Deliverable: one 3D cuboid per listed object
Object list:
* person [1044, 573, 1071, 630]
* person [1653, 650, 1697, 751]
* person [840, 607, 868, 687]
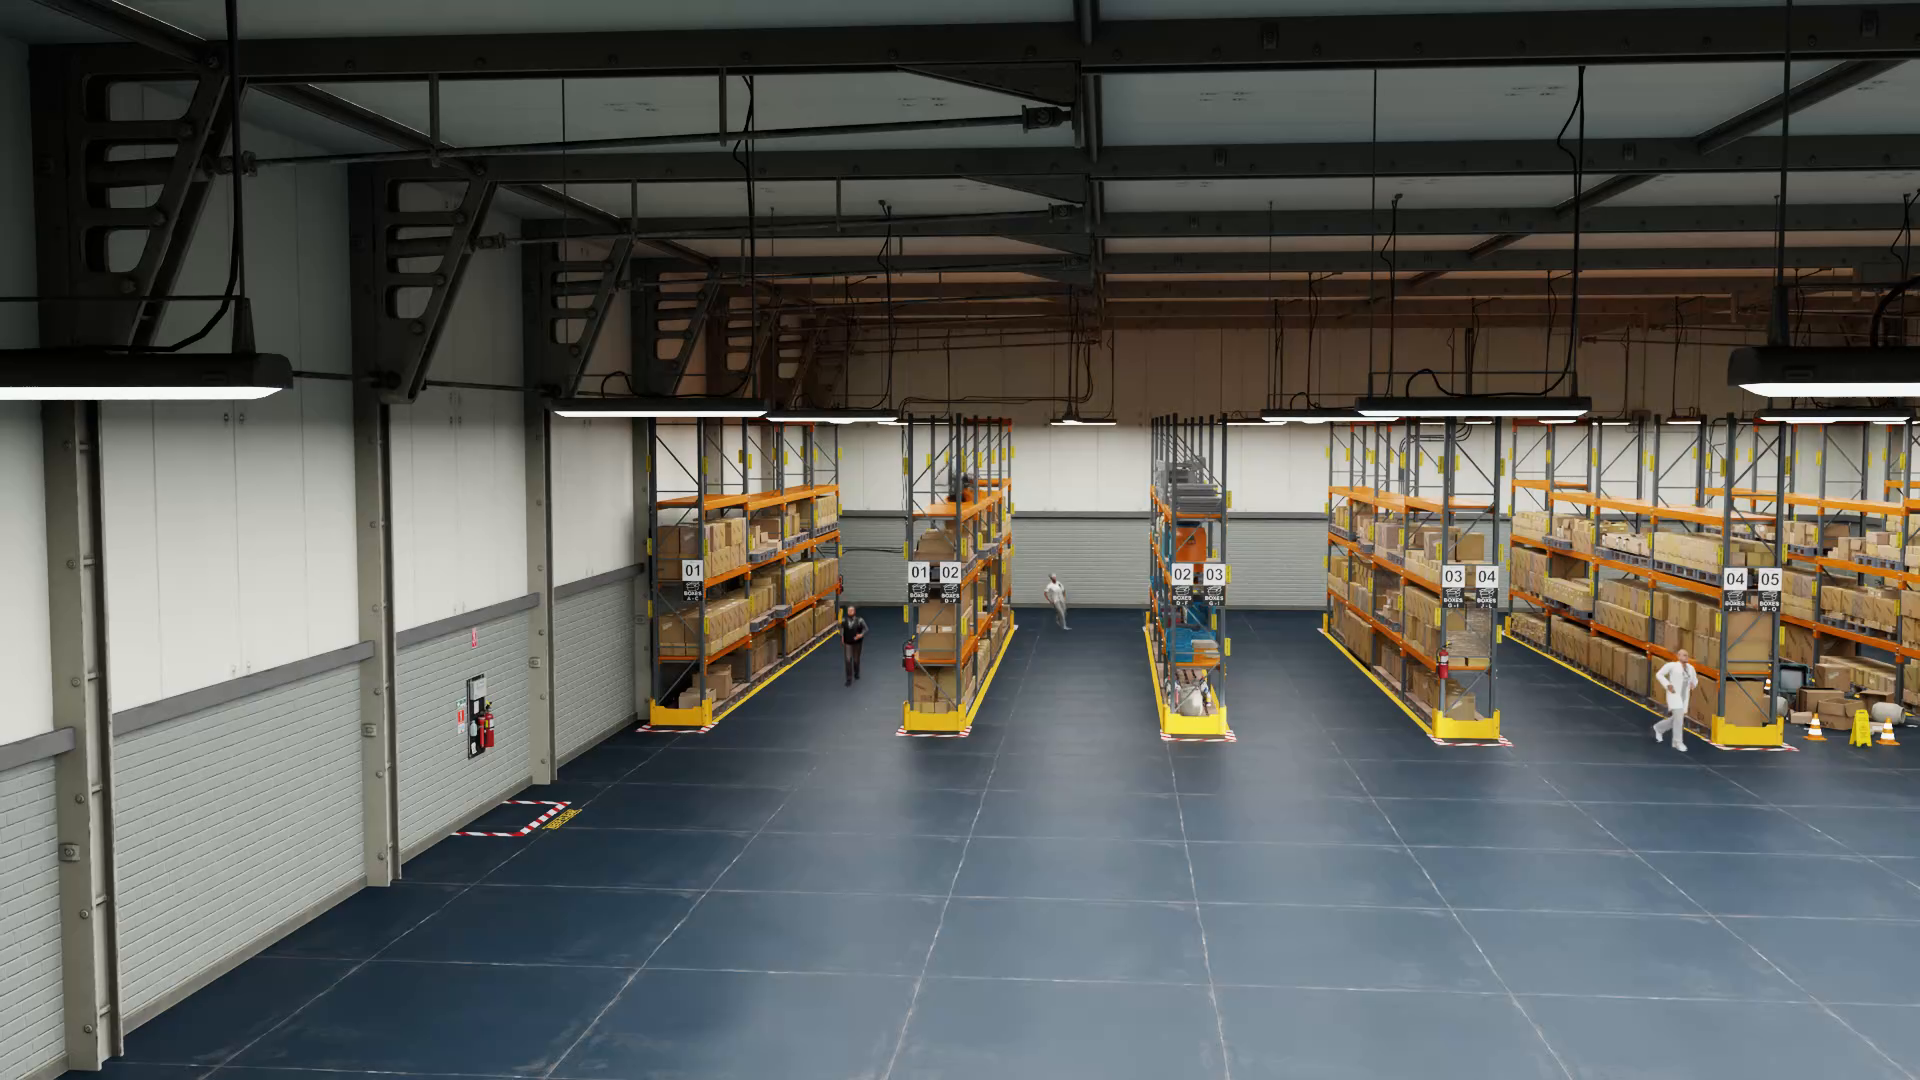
[{"bbox_3d":[2.740,1.739,47.104,0.648,1.627,0.714,-2,4,-31],"label":"person"},{"bbox_3d":[12.935,2.848,29.948,0.747,1.765,0.943,-1,4,-15],"label":"person"},{"bbox_3d":[-2.370,2.360,37.195,0.675,1.774,0.774,0,4,7],"label":"person"}]
